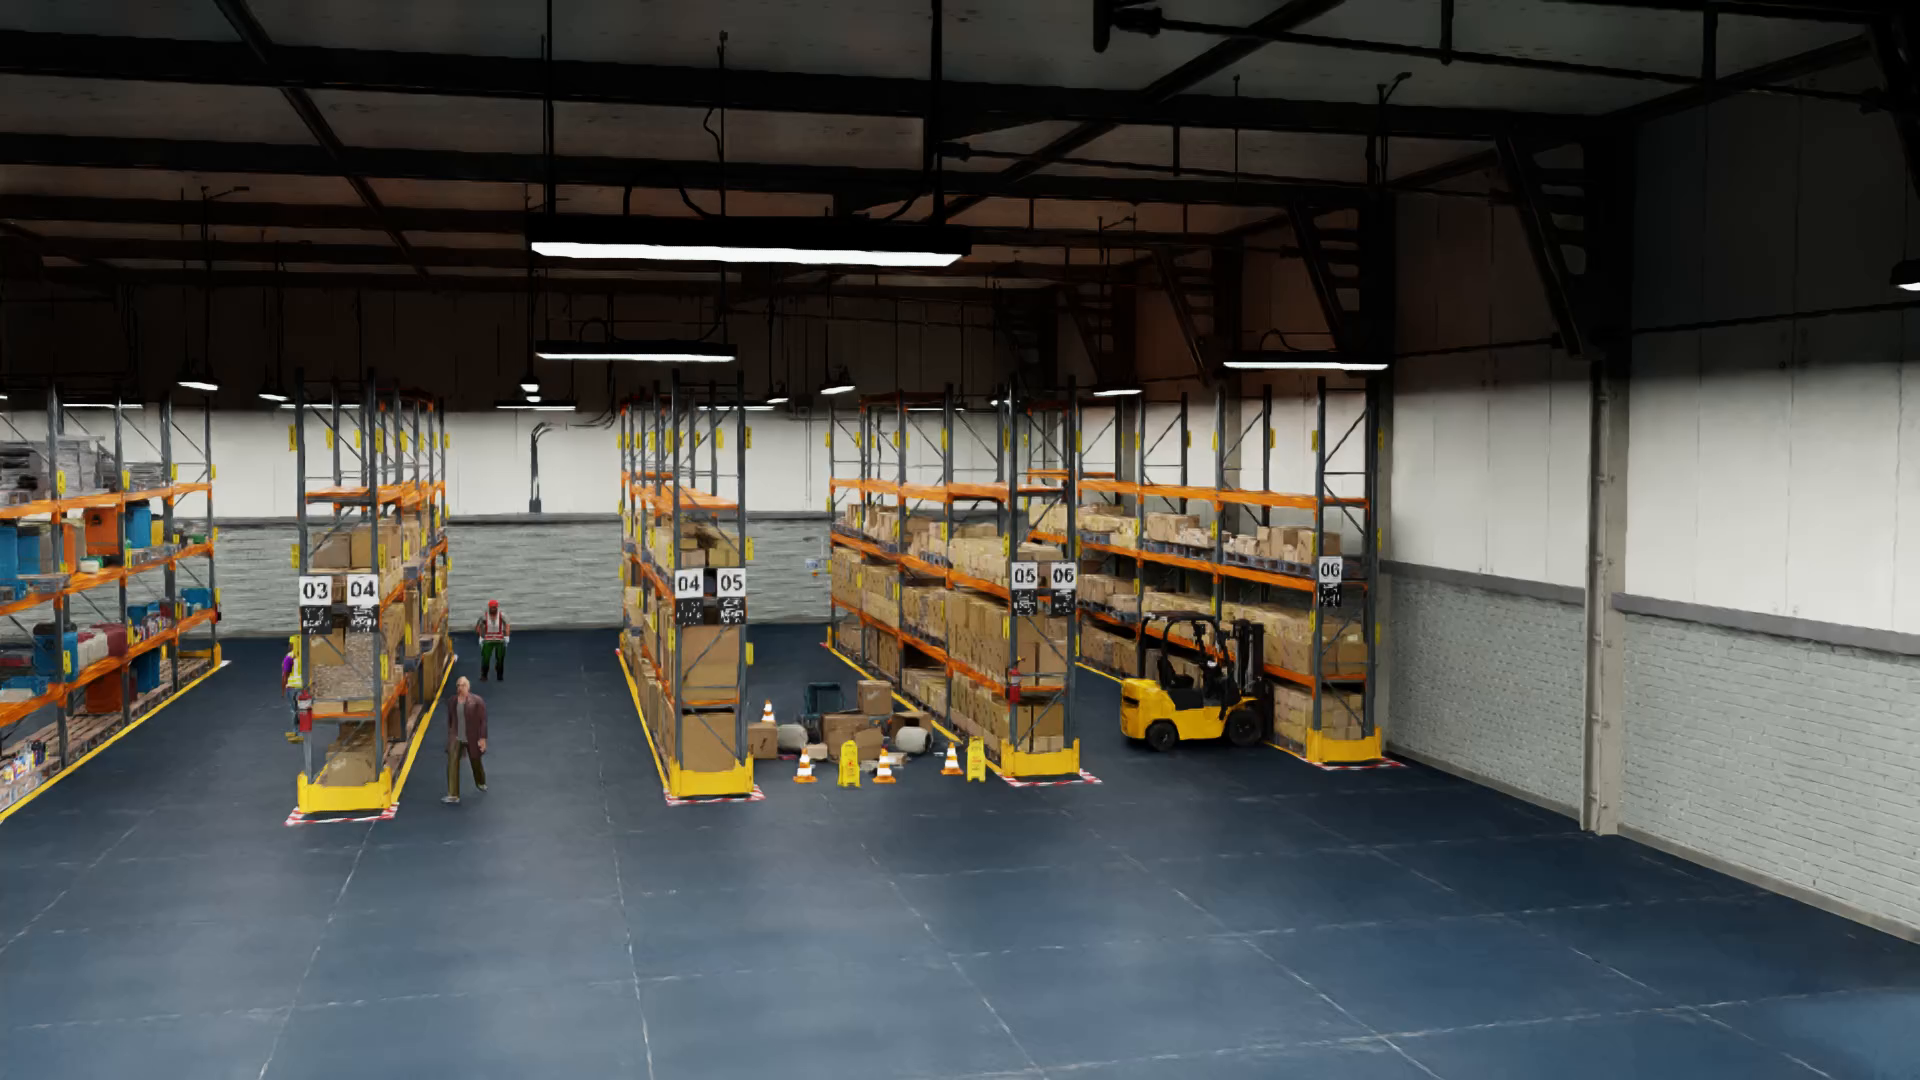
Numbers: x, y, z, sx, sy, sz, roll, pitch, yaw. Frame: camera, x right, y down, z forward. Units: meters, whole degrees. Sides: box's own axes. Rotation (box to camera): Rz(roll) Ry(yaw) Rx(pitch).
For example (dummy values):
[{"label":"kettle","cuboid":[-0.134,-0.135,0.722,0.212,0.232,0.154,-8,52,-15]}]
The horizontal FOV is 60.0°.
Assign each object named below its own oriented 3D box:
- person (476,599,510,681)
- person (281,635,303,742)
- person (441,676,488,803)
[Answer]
[{"label":"person","cuboid":[-9.683,2.081,34.510,0.677,1.742,0.552,-1,4,-16]},{"label":"person","cuboid":[-11.098,2.449,27.767,0.574,1.764,0.667,1,4,14]},{"label":"person","cuboid":[-6.869,2.750,23.177,0.611,1.735,1.019,0,3,1]}]
